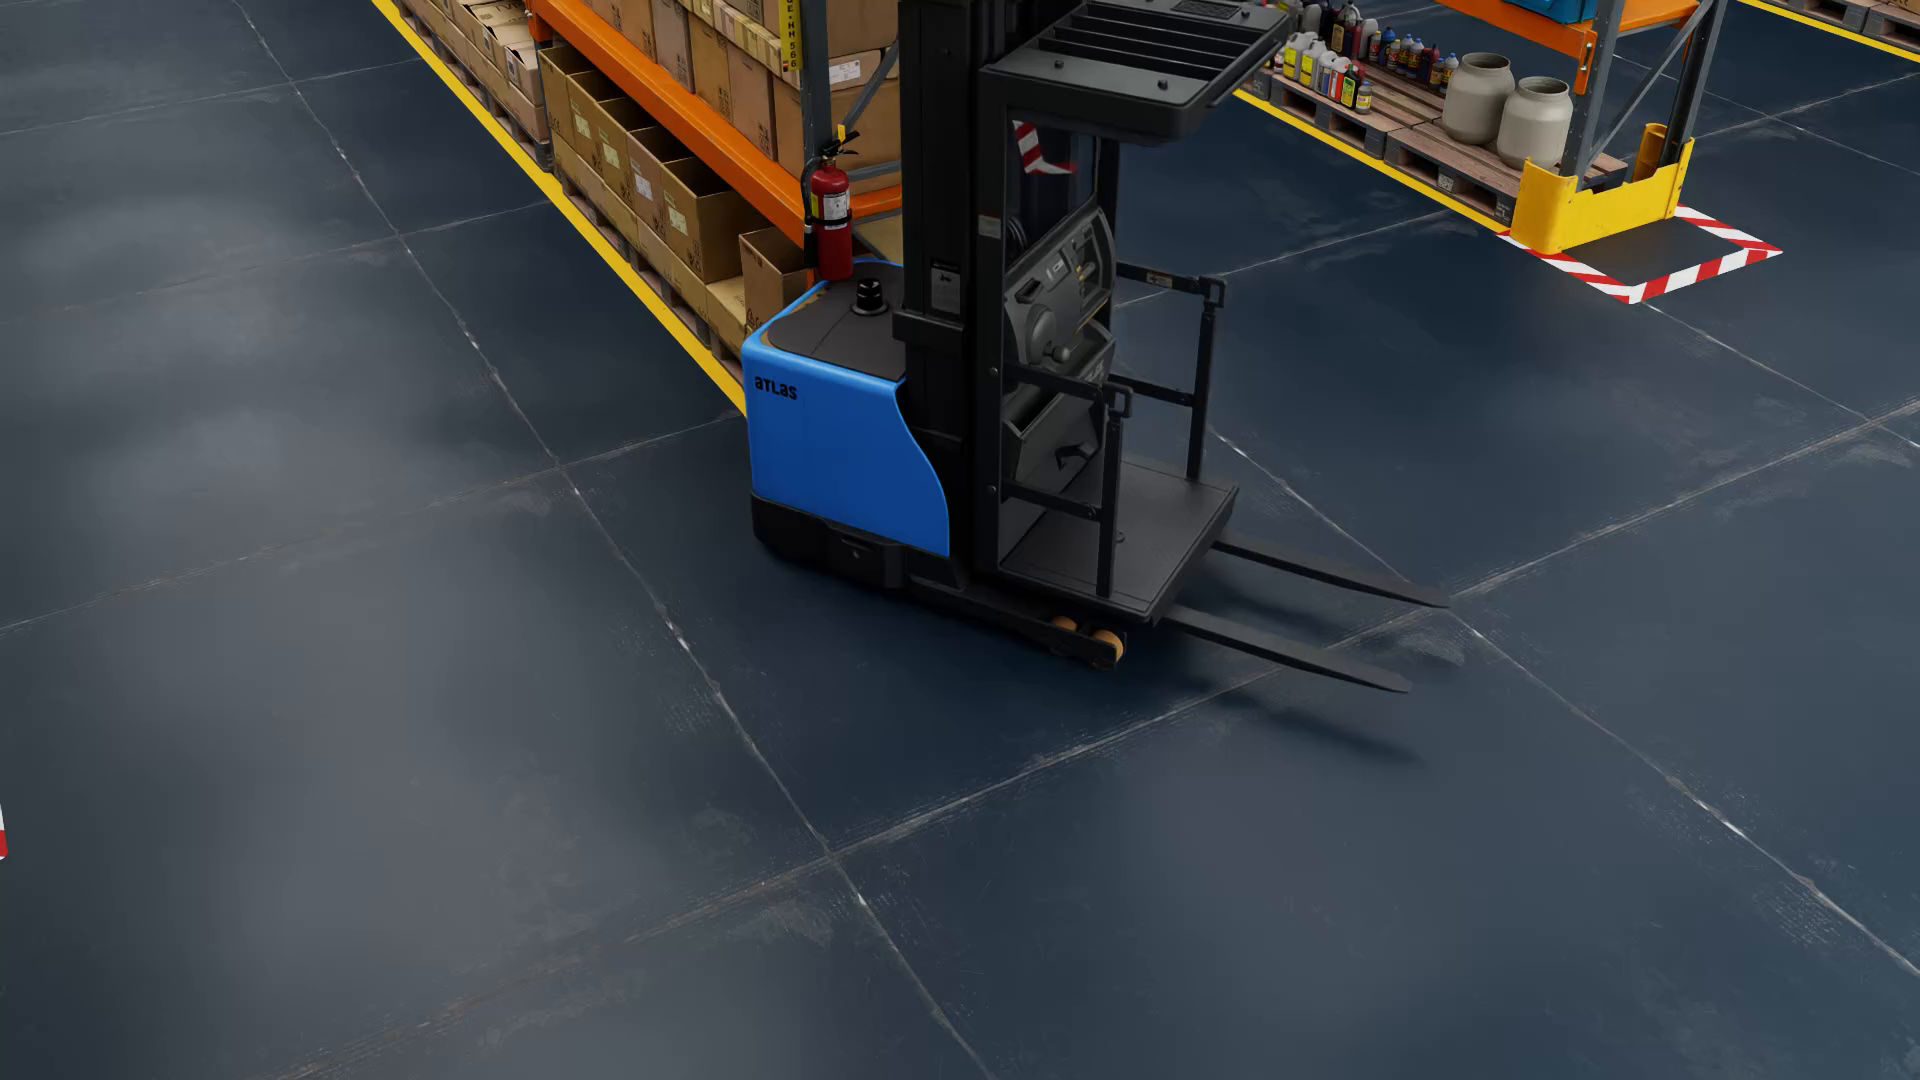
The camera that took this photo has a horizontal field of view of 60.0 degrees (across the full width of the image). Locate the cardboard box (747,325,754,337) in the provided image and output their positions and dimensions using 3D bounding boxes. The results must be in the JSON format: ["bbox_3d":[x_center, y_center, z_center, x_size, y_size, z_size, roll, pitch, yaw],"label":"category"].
[{"bbox_3d":[-0.749,-0.949,8.481,0.500,0.250,0.500,-19,40,-24],"label":"cardboard box"}]

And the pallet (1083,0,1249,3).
[{"bbox_3d":[1.622,-4.472,13.694,1.003,0.211,1.213,-19,40,-24],"label":"pallet"}]

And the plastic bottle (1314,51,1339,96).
[{"bbox_3d":[2.586,-3.261,11.608,0.152,0.276,0.135,-20,41,-25],"label":"plastic bottle"}]

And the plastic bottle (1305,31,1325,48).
[{"bbox_3d":[2.521,-3.496,11.930,0.152,0.276,0.135,-19,40,-24],"label":"plastic bottle"}]

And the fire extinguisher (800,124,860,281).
[{"bbox_3d":[-0.567,-1.474,7.291,0.296,0.674,0.183,-19,40,-24],"label":"fire extinguisher"}]

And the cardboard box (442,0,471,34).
[{"bbox_3d":[-3.450,-3.927,12.083,0.500,0.311,0.500,-19,40,-24],"label":"cardboard box"}]

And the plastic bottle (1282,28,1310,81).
[{"bbox_3d":[2.406,-3.470,11.830,0.144,0.351,0.185,-19,40,-24],"label":"plastic bottle"}]

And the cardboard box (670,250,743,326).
[{"bbox_3d":[-1.264,-1.455,9.174,0.500,0.250,0.500,-19,40,-24],"label":"cardboard box"}]

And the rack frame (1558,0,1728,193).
[{"bbox_3d":[4.060,-3.169,9.546,1.000,3.000,0.127,-19,40,-24],"label":"rack frame"}]

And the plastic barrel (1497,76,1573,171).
[{"bbox_3d":[3.663,-2.647,10.585,0.421,0.512,0.421,0,36,0],"label":"plastic barrel"}]

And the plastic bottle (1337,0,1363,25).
[{"bbox_3d":[2.882,-3.812,12.298,0.144,0.351,0.185,-19,40,-24],"label":"plastic bottle"}]

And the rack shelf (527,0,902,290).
[{"bbox_3d":[-1.229,-2.433,9.148,1.077,0.370,4.000,-19,40,-24],"label":"rack shelf"}]

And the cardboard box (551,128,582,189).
[{"bbox_3d":[-2.263,-2.476,10.572,0.500,0.250,0.500,-19,40,-24],"label":"cardboard box"}]

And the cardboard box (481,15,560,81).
[{"bbox_3d":[-2.952,-3.414,11.381,0.500,0.311,0.500,-18,40,-23],"label":"cardboard box"}]

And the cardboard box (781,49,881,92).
[{"bbox_3d":[-0.581,-2.144,7.508,0.380,0.149,0.250,-20,40,-25],"label":"cardboard box"}]

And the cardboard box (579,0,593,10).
[{"bbox_3d":[-2.006,-3.559,9.995,0.700,0.500,0.500,-20,41,-25],"label":"cardboard box"}]

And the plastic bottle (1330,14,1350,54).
[{"bbox_3d":[2.806,-3.741,12.259,0.061,0.283,0.133,-19,40,-24],"label":"plastic bottle"}]

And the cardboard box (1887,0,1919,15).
[{"bbox_3d":[7.713,-4.415,13.015,0.500,0.500,0.500,-9,37,-12],"label":"cardboard box"}]

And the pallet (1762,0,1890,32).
[{"bbox_3d":[7.318,-4.596,13.864,1.003,0.211,1.213,-19,40,-24],"label":"pallet"}]

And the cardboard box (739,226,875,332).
[{"bbox_3d":[-0.751,-1.251,8.259,0.500,0.500,0.500,-19,40,-24],"label":"cardboard box"}]

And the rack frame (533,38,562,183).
[{"bbox_3d":[-2.234,-3.743,10.332,1.000,3.000,0.127,-19,40,-24],"label":"rack frame"}]

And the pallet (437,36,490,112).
[{"bbox_3d":[-3.255,-3.604,12.506,1.003,0.211,1.213,-19,40,-24],"label":"pallet"}]

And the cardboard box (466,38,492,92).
[{"bbox_3d":[-3.203,-3.447,11.902,0.500,0.250,0.500,-18,40,-23],"label":"cardboard box"}]

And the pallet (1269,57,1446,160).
[{"bbox_3d":[2.969,-3.105,11.823,1.003,0.211,1.213,-19,40,-24],"label":"pallet"}]

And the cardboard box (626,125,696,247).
[{"bbox_3d":[-1.516,-2.012,9.301,0.500,0.500,0.500,-19,40,-24],"label":"cardboard box"}]

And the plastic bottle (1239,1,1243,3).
[{"bbox_3d":[2.109,-3.873,12.439,0.061,0.283,0.133,-19,40,-24],"label":"plastic bottle"}]

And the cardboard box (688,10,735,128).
[{"bbox_3d":[-0.960,-2.507,8.555,0.700,0.500,0.500,-19,40,-24],"label":"cardboard box"}]

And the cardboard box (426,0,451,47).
[{"bbox_3d":[-3.715,-3.969,12.616,0.500,0.250,0.500,-20,41,-25],"label":"cardboard box"}]

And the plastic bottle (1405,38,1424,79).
[{"bbox_3d":[3.247,-3.437,11.853,0.097,0.271,0.097,0,36,0],"label":"plastic bottle"}]

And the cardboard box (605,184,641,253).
[{"bbox_3d":[-1.770,-1.963,9.870,0.500,0.250,0.500,-19,40,-24],"label":"cardboard box"}]

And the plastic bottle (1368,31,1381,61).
[{"bbox_3d":[3.043,-3.615,12.156,0.097,0.201,0.097,0,36,0],"label":"plastic bottle"}]

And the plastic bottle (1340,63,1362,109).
[{"bbox_3d":[2.684,-3.111,11.396,0.061,0.283,0.133,-18,40,-23],"label":"plastic bottle"}]

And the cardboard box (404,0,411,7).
[{"bbox_3d":[-4.235,-4.488,13.327,0.500,0.250,0.500,-19,40,-24],"label":"cardboard box"}]

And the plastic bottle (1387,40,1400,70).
[{"bbox_3d":[3.146,-3.510,12.013,0.097,0.201,0.097,0,36,0],"label":"plastic bottle"}]

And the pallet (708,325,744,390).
[{"bbox_3d":[-0.645,-0.955,8.879,1.003,0.211,1.213,-19,40,-24],"label":"pallet"}]

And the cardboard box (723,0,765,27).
[{"bbox_3d":[-0.744,-2.803,7.860,0.700,0.500,0.500,-20,41,-25],"label":"cardboard box"}]

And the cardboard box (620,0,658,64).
[{"bbox_3d":[-1.487,-3.035,9.278,0.700,0.500,0.500,-18,40,-23],"label":"cardboard box"}]

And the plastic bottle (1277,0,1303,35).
[{"bbox_3d":[2.499,-4.031,12.599,0.144,0.351,0.185,-19,40,-24],"label":"plastic bottle"}]

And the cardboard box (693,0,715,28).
[{"bbox_3d":[-1.099,-2.670,8.228,0.380,0.149,0.250,-18,40,-23],"label":"cardboard box"}]

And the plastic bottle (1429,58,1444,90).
[{"bbox_3d":[3.367,-3.287,11.706,0.097,0.201,0.097,0,36,0],"label":"plastic bottle"}]

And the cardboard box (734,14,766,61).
[{"bbox_3d":[-0.843,-2.408,7.869,0.380,0.149,0.250,-20,40,-25],"label":"cardboard box"}]

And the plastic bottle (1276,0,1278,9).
[{"bbox_3d":[2.502,-4.164,12.908,0.097,0.201,0.097,0,36,0],"label":"plastic bottle"}]

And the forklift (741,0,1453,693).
[{"bbox_3d":[0.590,-0.997,6.630,3.031,2.935,1.130,18,40,22],"label":"forklift"}]

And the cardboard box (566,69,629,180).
[{"bbox_3d":[-2.014,-2.523,10.001,0.500,0.500,0.500,-19,40,-24],"label":"cardboard box"}]

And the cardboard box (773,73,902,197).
[{"bbox_3d":[-0.448,-1.986,7.841,0.700,0.500,0.500,-19,40,-24],"label":"cardboard box"}]

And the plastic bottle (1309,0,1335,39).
[{"bbox_3d":[2.720,-3.976,12.524,0.144,0.351,0.185,-21,41,-26],"label":"plastic bottle"}]

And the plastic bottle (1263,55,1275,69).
[{"bbox_3d":[2.239,-3.563,12.015,0.061,0.283,0.133,-17,39,-22],"label":"plastic bottle"}]

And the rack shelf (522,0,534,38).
[{"bbox_3d":[-3.239,-4.473,11.941,1.077,0.370,4.000,-19,40,-24],"label":"rack shelf"}]

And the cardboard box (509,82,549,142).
[{"bbox_3d":[-2.693,-2.928,11.191,0.500,0.250,0.500,-19,40,-24],"label":"cardboard box"}]

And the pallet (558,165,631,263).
[{"bbox_3d":[-1.871,-2.199,10.582,1.003,0.211,1.213,-19,40,-24],"label":"pallet"}]

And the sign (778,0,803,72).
[{"bbox_3d":[-0.701,-2.113,6.917,0.100,0.325,0.005,-19,40,-24],"label":"sign"}]
